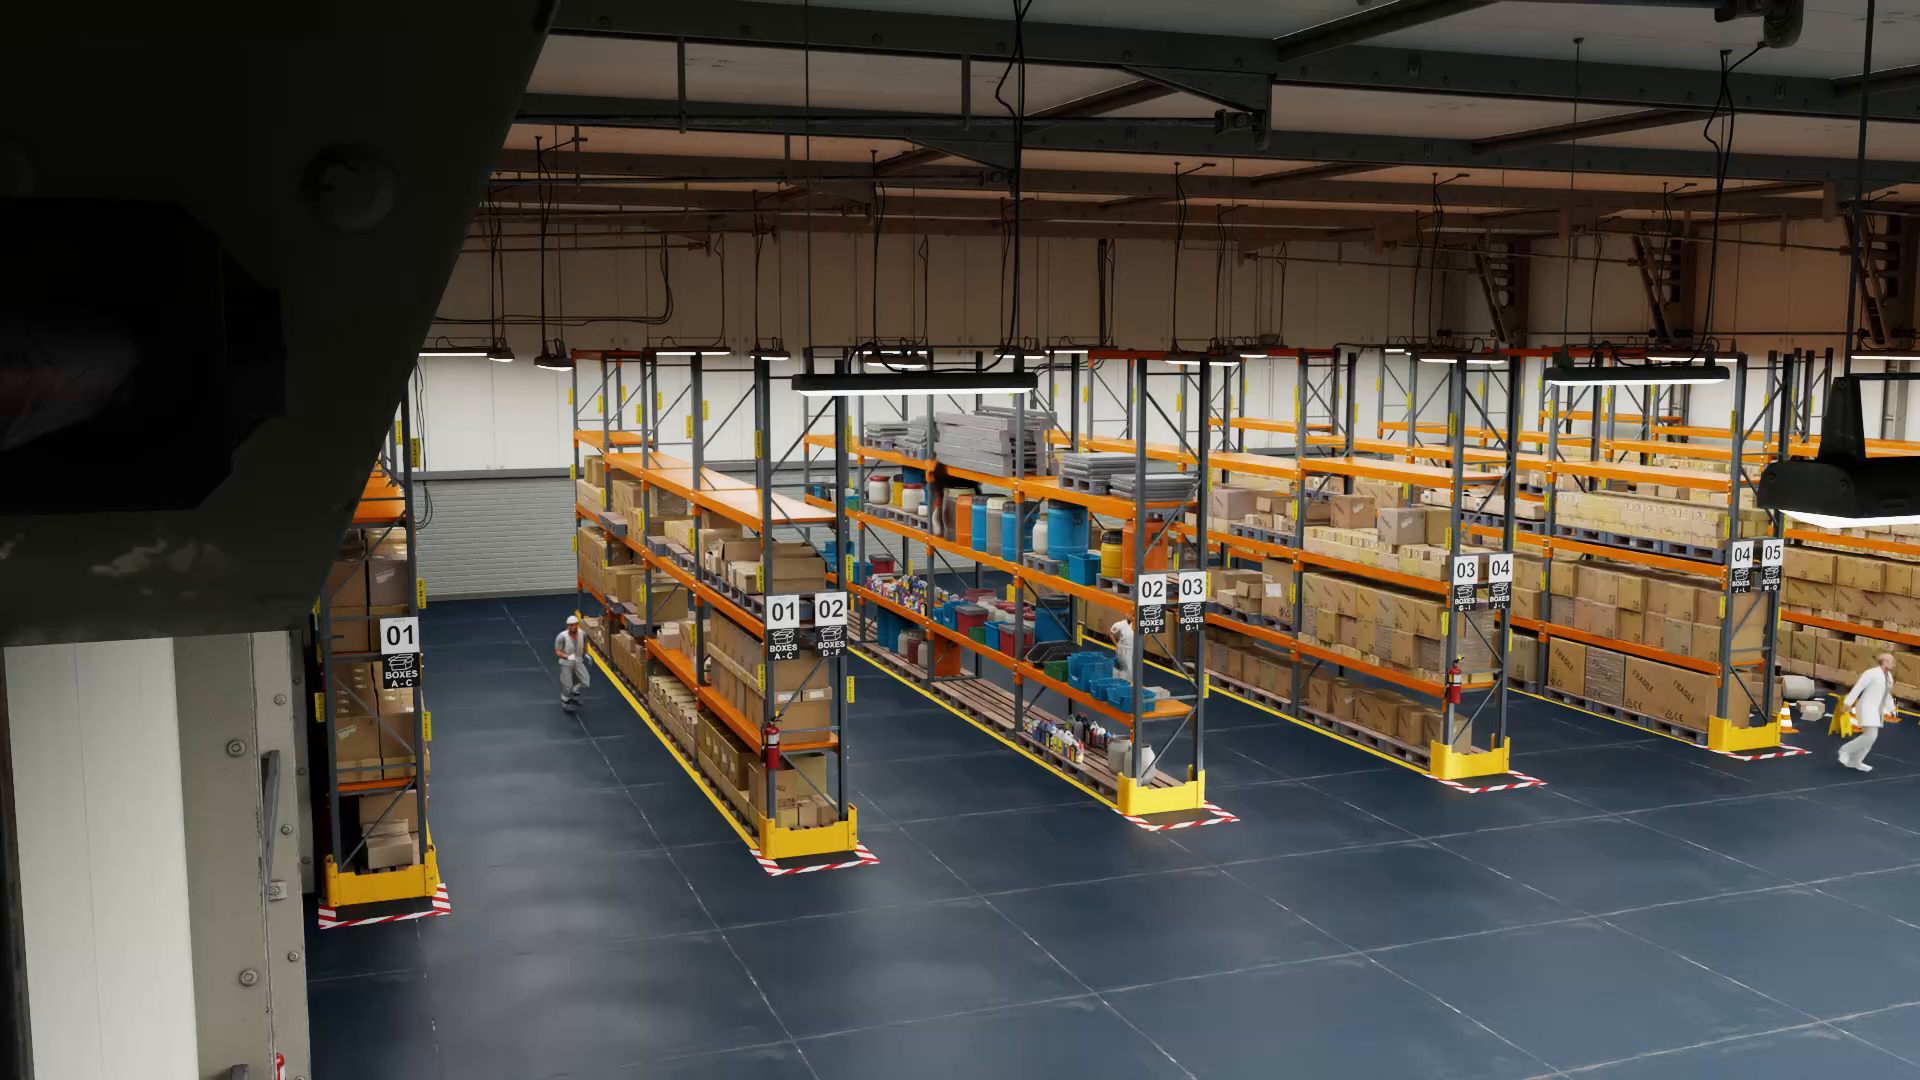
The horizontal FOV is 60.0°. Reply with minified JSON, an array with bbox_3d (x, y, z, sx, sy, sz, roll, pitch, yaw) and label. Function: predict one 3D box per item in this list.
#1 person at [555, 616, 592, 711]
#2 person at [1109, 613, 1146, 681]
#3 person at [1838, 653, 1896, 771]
[{"bbox_3d":[-6.413,2.068,27.660,0.698,1.679,0.806,-5,9,-36],"label":"person"},{"bbox_3d":[2.889,1.982,28.374,0.585,1.706,0.731,-3,8,-21],"label":"person"},{"bbox_3d":[13.173,2.486,24.115,0.745,1.737,0.567,-5,9,-36],"label":"person"}]
